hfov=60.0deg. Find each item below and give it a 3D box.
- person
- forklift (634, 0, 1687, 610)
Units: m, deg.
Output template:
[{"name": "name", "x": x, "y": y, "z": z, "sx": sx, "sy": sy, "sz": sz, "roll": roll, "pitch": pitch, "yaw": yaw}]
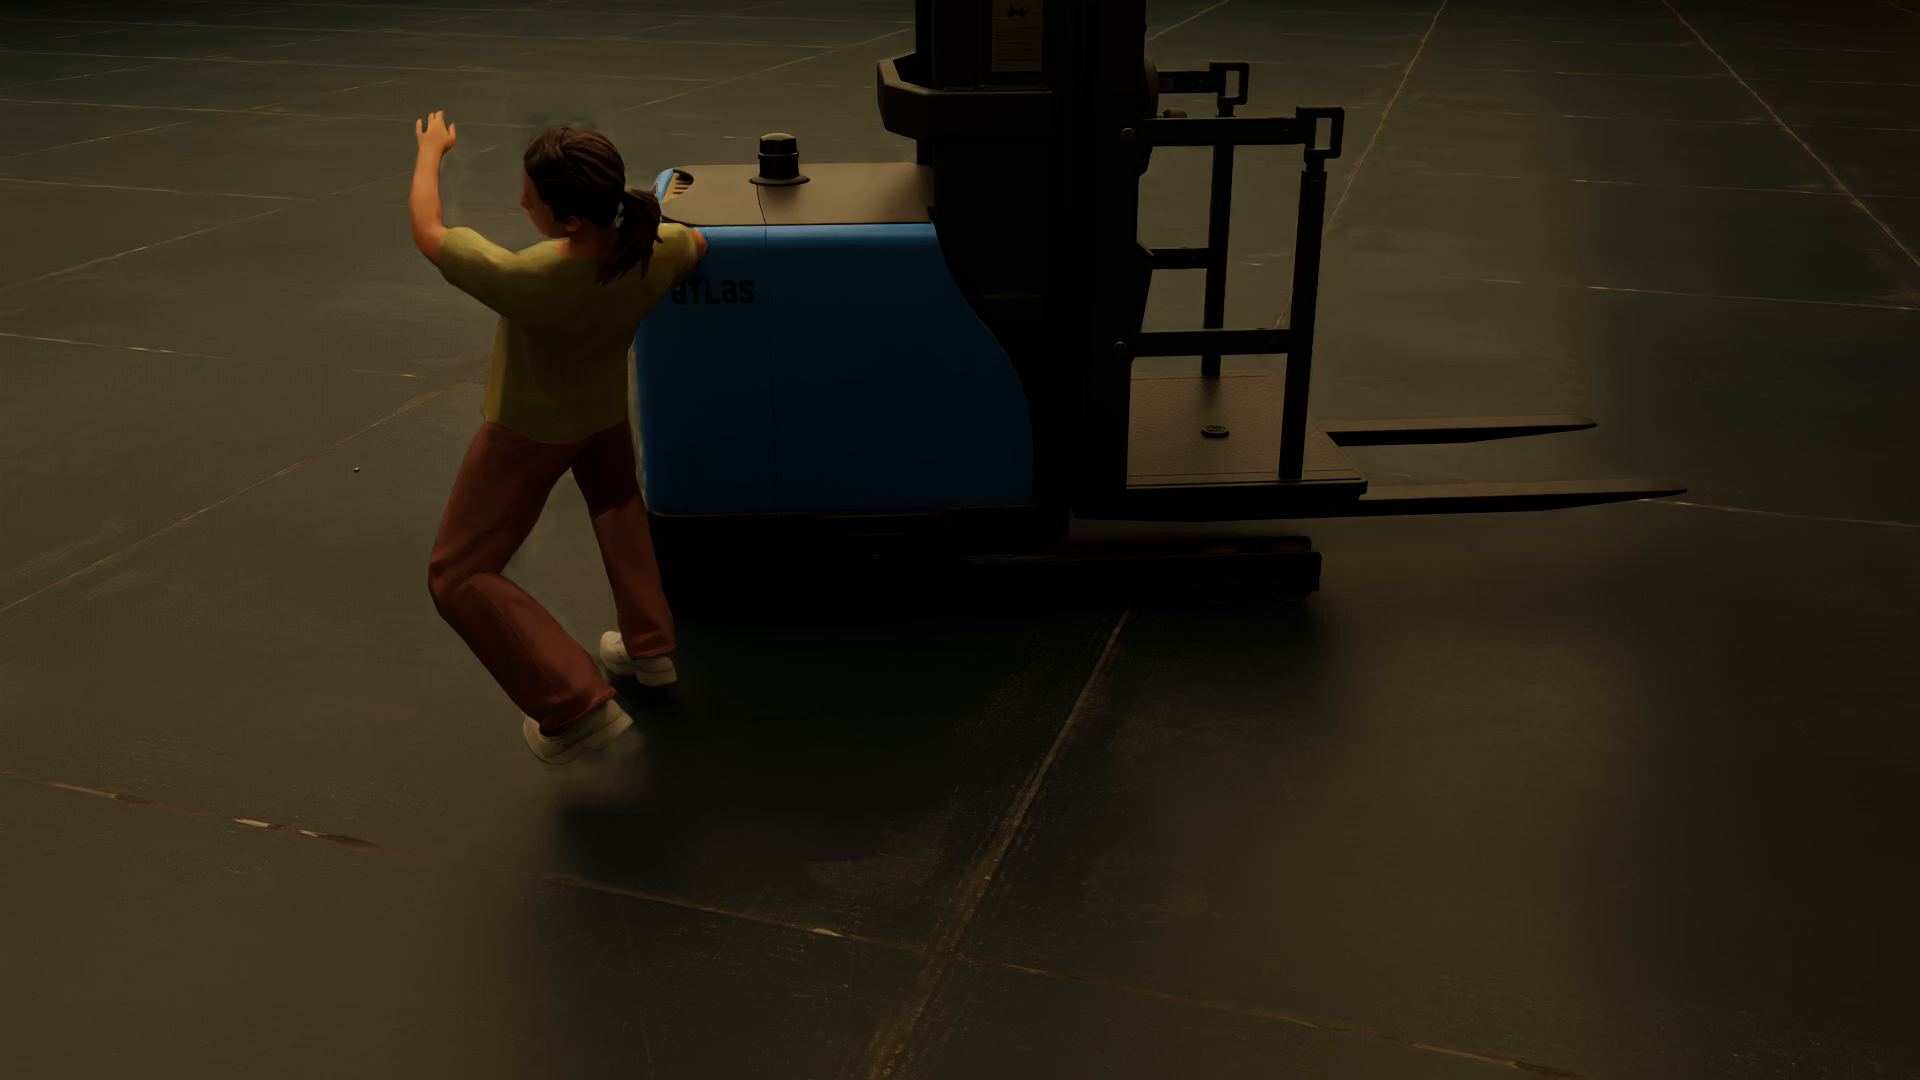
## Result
[{"name": "person", "x": -0.843, "y": -0.302, "z": 3.924, "sx": 0.716, "sy": 1.426, "sz": 0.984, "roll": 13, "pitch": 26, "yaw": 28}, {"name": "forklift", "x": 0.606, "y": -1.374, "z": 4.608, "sx": 3.031, "sy": 2.935, "sz": 1.130, "roll": -2, "pitch": 23, "yaw": -4}]
